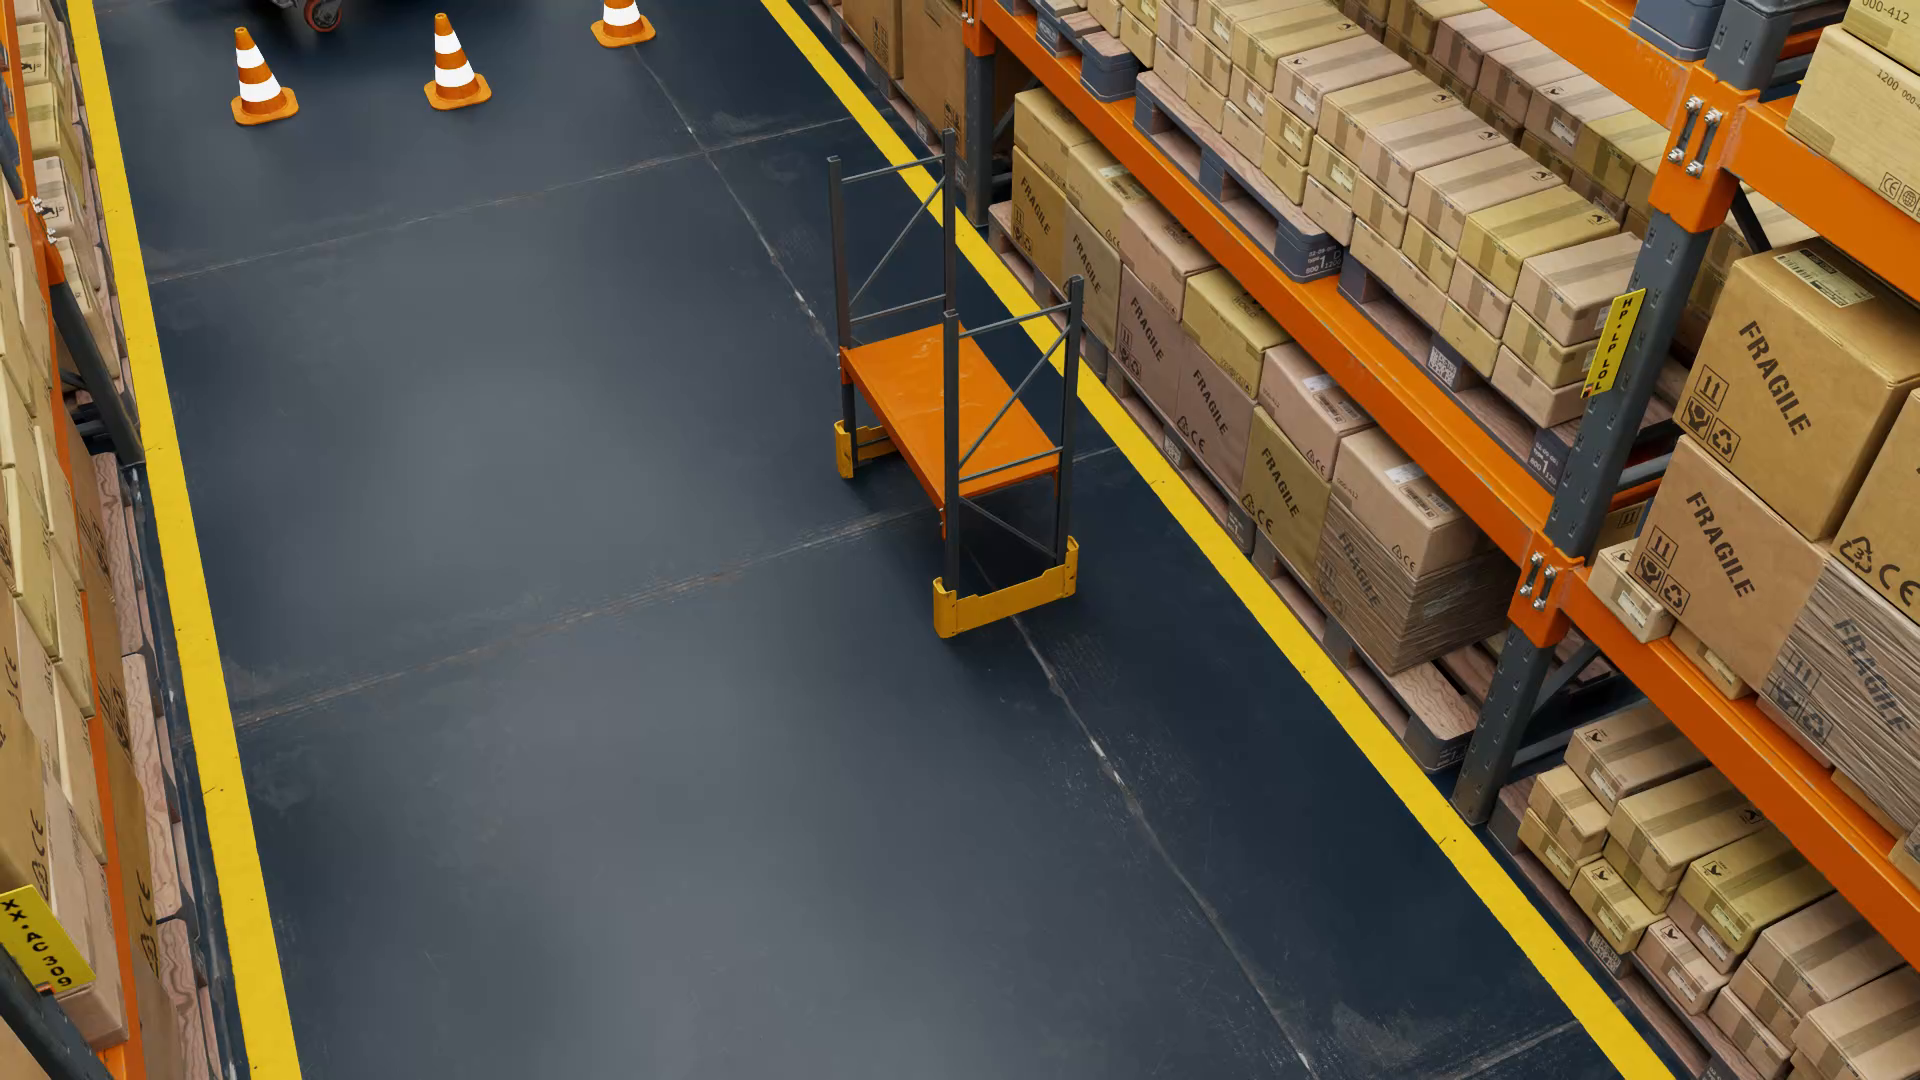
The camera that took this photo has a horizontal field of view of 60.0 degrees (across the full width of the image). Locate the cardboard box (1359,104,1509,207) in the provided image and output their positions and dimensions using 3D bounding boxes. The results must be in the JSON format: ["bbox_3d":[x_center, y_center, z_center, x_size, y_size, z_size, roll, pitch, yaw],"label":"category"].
[{"bbox_3d":[1.513,-1.232,5.319,0.380,0.149,0.250,-18,47,-18],"label":"cardboard box"}]

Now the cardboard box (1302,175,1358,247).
[{"bbox_3d":[1.404,-1.173,5.683,0.380,0.149,0.250,-20,48,-19],"label":"cardboard box"}]

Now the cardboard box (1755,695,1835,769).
[{"bbox_3d":[2.348,0.405,4.383,0.380,0.149,0.250,-20,48,-19],"label":"cardboard box"}]

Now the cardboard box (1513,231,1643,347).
[{"bbox_3d":[1.844,-0.729,4.809,0.380,0.149,0.250,-16,47,-16],"label":"cardboard box"}]

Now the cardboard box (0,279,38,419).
[{"bbox_3d":[-3.053,-0.526,4.899,0.500,0.250,0.500,-19,48,-18],"label":"cardboard box"}]

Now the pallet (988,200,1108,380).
[{"bbox_3d":[0.836,-1.317,7.934,1.003,0.211,1.213,-18,47,-17],"label":"pallet"}]

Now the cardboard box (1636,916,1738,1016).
[{"bbox_3d":[2.316,1.246,5.082,0.380,0.149,0.250,-18,47,-18],"label":"cardboard box"}]

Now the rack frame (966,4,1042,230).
[{"bbox_3d":[0.508,-2.808,7.460,1.000,3.000,0.127,-18,47,-17],"label":"rack frame"}]

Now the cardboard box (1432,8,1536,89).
[{"bbox_3d":[1.897,-1.741,5.835,0.380,0.149,0.250,-16,47,-16],"label":"cardboard box"}]

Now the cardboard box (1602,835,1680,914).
[{"bbox_3d":[2.240,0.961,5.159,0.380,0.149,0.250,-18,47,-17],"label":"cardboard box"}]

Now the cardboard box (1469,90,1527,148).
[{"bbox_3d":[1.997,-1.477,5.779,0.380,0.149,0.250,-16,47,-16],"label":"cardboard box"}]

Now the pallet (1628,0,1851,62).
[{"bbox_3d":[2.027,-1.684,4.319,1.213,0.211,1.003,-18,47,-17],"label":"pallet"}]

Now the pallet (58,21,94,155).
[{"bbox_3d":[-5.293,-2.342,8.973,1.003,0.211,1.213,-18,47,-17],"label":"pallet"}]

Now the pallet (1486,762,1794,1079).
[{"bbox_3d":[2.505,1.152,5.433,1.003,0.211,1.213,-18,47,-17],"label":"pallet"}]

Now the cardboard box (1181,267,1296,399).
[{"bbox_3d":[1.209,-0.849,6.422,0.500,0.250,0.500,-20,48,-19],"label":"cardboard box"}]

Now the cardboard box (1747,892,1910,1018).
[{"bbox_3d":[2.491,1.175,4.731,0.380,0.149,0.250,-19,48,-18],"label":"cardboard box"}]

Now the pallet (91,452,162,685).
[{"bbox_3d":[-3.677,0.236,6.361,1.003,0.211,1.213,-18,47,-17],"label":"pallet"}]

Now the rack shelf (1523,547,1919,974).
[{"bbox_3d":[3.031,1.272,3.837,1.077,0.370,4.000,-18,47,-17],"label":"rack shelf"}]

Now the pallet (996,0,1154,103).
[{"bbox_3d":[0.905,-2.317,7.099,1.213,0.211,1.003,-18,47,-17],"label":"pallet"}]

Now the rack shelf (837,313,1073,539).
[{"bbox_3d":[-0.036,-0.460,6.405,0.538,0.185,1.000,-18,47,-17],"label":"rack shelf"}]

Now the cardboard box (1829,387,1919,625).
[{"bbox_3d":[2.391,-0.071,3.691,0.500,0.500,0.500,-19,48,-19],"label":"cardboard box"}]

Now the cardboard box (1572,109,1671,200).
[{"bbox_3d":[2.214,-1.257,5.345,0.380,0.149,0.250,-18,47,-17],"label":"cardboard box"}]

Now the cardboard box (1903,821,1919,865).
[{"bbox_3d":[2.564,0.635,3.688,0.500,0.500,0.500,-19,48,-18],"label":"cardboard box"}]

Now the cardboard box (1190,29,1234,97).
[{"bbox_3d":[1.072,-1.786,6.093,0.380,0.149,0.250,-18,48,-18],"label":"cardboard box"}]

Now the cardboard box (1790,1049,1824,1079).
[{"bbox_3d":[2.581,1.461,4.653,0.380,0.149,0.250,-16,47,-16],"label":"cardboard box"}]

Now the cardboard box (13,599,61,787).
[{"bbox_3d":[-2.432,0.455,3.904,0.500,0.250,0.500,-17,47,-17],"label":"cardboard box"}]

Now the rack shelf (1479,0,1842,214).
[{"bbox_3d":[1.349,-2.345,5.367,1.077,0.370,4.000,-18,47,-17],"label":"rack shelf"}]

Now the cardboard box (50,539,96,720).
[{"bbox_3d":[-2.624,0.302,4.415,0.500,0.250,0.500,-18,48,-18],"label":"cardboard box"}]

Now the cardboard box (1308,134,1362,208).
[{"bbox_3d":[1.403,-1.285,5.585,0.380,0.149,0.250,-20,48,-19],"label":"cardboard box"}]

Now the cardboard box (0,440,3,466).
[{"bbox_3d":[-2.853,-0.453,4.290,0.500,0.500,0.500,-19,48,-18],"label":"cardboard box"}]

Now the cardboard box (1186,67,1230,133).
[{"bbox_3d":[1.073,-1.679,6.195,0.380,0.149,0.250,-17,47,-17],"label":"cardboard box"}]

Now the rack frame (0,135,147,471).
[{"bbox_3d":[-3.940,-1.281,5.913,1.000,3.000,0.127,-18,47,-17],"label":"rack frame"}]

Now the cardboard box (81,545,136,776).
[{"bbox_3d":[-3.354,0.360,5.463,0.875,0.875,0.875,-17,47,-17],"label":"cardboard box"}]

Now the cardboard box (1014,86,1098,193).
[{"bbox_3d":[0.579,-1.823,7.409,0.500,0.250,0.500,-20,48,-19],"label":"cardboard box"}]

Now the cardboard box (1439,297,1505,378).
[{"bbox_3d":[1.734,-0.679,5.182,0.380,0.149,0.250,-18,47,-17],"label":"cardboard box"}]

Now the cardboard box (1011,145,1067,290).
[{"bbox_3d":[0.574,-1.541,7.657,0.500,0.500,0.500,-20,48,-19],"label":"cardboard box"}]

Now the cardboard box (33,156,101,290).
[{"bbox_3d":[-4.486,-1.326,7.530,0.950,0.372,0.625,-19,48,-18],"label":"cardboard box"}]

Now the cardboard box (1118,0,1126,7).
[{"bbox_3d":[0.761,-2.265,6.578,0.380,0.149,0.250,-19,48,-19],"label":"cardboard box"}]

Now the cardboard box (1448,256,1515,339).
[{"bbox_3d":[1.732,-0.787,5.080,0.380,0.149,0.250,-18,47,-17],"label":"cardboard box"}]

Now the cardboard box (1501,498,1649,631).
[{"bbox_3d":[2.120,-0.068,6.164,0.500,0.500,0.500,-16,47,-16],"label":"cardboard box"}]

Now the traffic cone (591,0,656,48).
[{"bbox_3d":[-1.980,-3.153,9.616,0.336,0.463,0.334,-18,47,-17],"label":"traffic cone"}]

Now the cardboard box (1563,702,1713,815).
[{"bbox_3d":[2.147,0.676,5.237,0.380,0.149,0.250,-16,47,-16],"label":"cardboard box"}]

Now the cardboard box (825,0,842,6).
[{"bbox_3d":[-0.429,-3.720,9.688,1.050,0.750,0.750,-18,47,-17],"label":"cardboard box"}]

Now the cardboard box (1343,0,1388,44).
[{"bbox_3d":[1.674,-1.972,6.281,0.380,0.149,0.250,-17,47,-16],"label":"cardboard box"}]

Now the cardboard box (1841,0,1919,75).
[{"bbox_3d":[2.175,-1.073,3.317,0.500,0.250,0.500,-17,47,-16],"label":"cardboard box"}]

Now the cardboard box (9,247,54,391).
[{"bbox_3d":[-3.263,-0.661,5.392,0.500,0.250,0.500,-17,47,-17],"label":"cardboard box"}]

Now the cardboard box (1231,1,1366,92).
[{"bbox_3d":[1.183,-1.731,5.825,0.380,0.149,0.250,-19,48,-18],"label":"cardboard box"}]

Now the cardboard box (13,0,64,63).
[{"bbox_3d":[-5.399,-2.711,8.934,0.950,0.372,0.625,-17,47,-17],"label":"cardboard box"}]

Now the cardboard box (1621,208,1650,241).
[{"bbox_3d":[2.331,-0.976,5.272,0.380,0.149,0.250,-19,48,-18],"label":"cardboard box"}]

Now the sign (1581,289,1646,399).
[{"bbox_3d":[1.688,-0.505,4.301,0.100,0.325,0.005,-18,47,-17],"label":"sign"}]

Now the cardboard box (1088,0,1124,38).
[{"bbox_3d":[0.740,-2.180,6.704,0.380,0.149,0.250,-16,47,-15],"label":"cardboard box"}]

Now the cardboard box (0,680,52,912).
[{"bbox_3d":[-2.183,0.511,3.314,0.500,0.500,0.500,-18,47,-17],"label":"cardboard box"}]

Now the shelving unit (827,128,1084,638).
[{"bbox_3d":[-0.032,-0.582,6.272,0.587,1.500,1.083,-18,47,-17],"label":"shelving unit"}]

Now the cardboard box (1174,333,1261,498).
[{"bbox_3d":[1.223,-0.571,6.673,0.500,0.500,0.500,-19,48,-18],"label":"cardboard box"}]
